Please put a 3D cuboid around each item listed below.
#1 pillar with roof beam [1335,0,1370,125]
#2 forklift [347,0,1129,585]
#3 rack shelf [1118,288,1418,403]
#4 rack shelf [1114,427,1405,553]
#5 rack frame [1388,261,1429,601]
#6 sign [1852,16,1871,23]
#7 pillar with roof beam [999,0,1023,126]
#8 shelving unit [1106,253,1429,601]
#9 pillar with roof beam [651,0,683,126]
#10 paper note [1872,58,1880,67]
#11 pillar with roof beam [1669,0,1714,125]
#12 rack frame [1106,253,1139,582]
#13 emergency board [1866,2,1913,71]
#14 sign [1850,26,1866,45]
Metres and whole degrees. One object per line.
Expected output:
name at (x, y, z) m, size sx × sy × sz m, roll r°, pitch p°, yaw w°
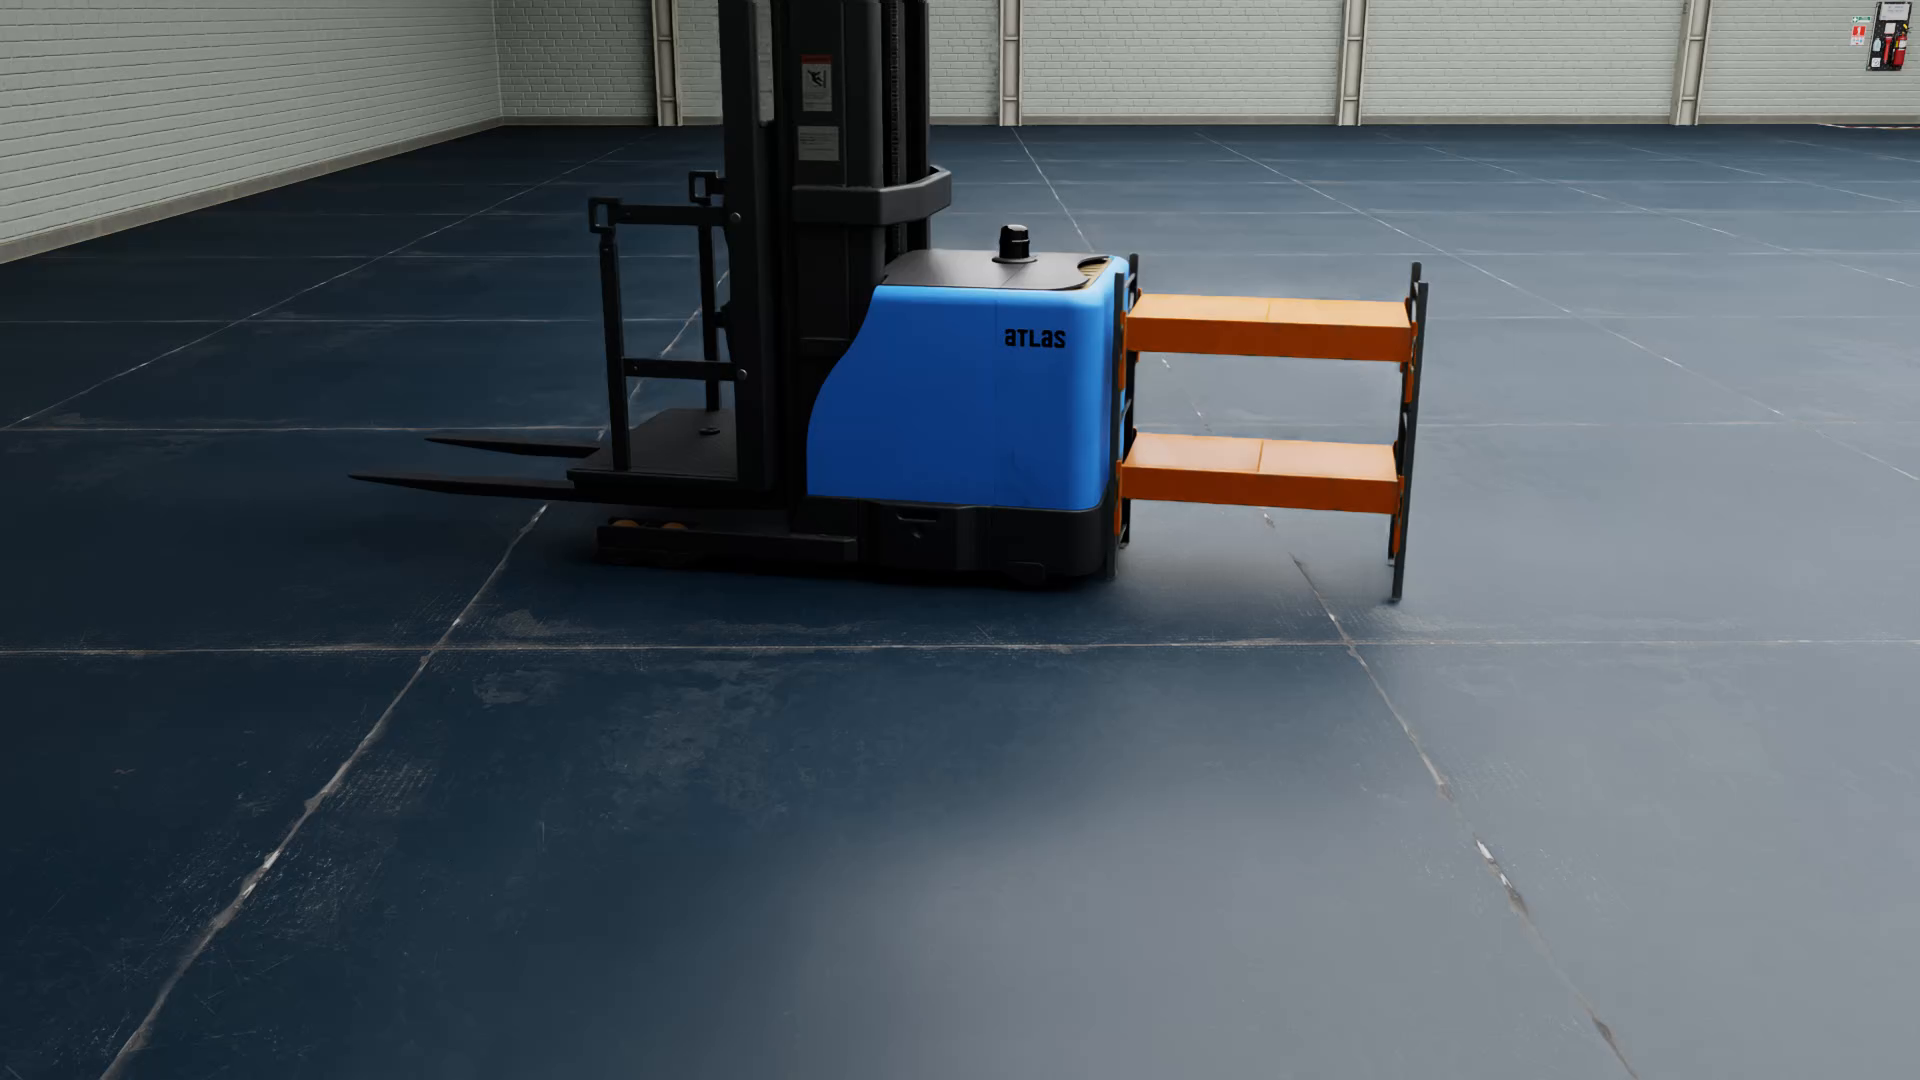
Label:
pillar with roof beam at (6.955, -10.349, 24.077) m, size 0.400 × 9.000 × 9.100 m, roll 0°, pitch 18°, yaw -1°
forklift at (-0.892, -1.444, 6.251) m, size 3.031 × 2.935 × 1.130 m, roll 4°, pitch 18°, yaw 11°
rack shelf at (1.098, -0.705, 5.947) m, size 1.000 × 0.278 × 0.538 m, roll 4°, pitch 18°, yaw 11°
rack shelf at (1.098, -0.194, 6.111) m, size 1.000 × 0.278 × 0.538 m, roll 4°, pitch 18°, yaw 11°
rack frame at (1.595, -0.394, 5.936) m, size 0.032 × 1.125 × 0.500 m, roll 4°, pitch 18°, yaw 11°
sign at (15.864, -9.160, 29.266) m, size 0.331 × 0.109 × 0.001 m, roll 0°, pitch 18°, yaw -1°
pillar with roof beam at (0.956, -10.320, 23.987) m, size 0.400 × 9.000 × 9.100 m, roll 0°, pitch 18°, yaw -1°
shelving unit at (1.098, -0.427, 6.036) m, size 1.048 × 1.125 × 0.538 m, roll 4°, pitch 18°, yaw 11°
pillar with roof beam at (-5.044, -10.291, 23.896) m, size 0.400 × 9.000 × 9.100 m, roll 0°, pitch 18°, yaw -1°
paper note at (16.236, -8.466, 29.469) m, size 0.142 × 0.148 × 0.016 m, roll 0°, pitch 18°, yaw -1°
pillar with roof beam at (12.954, -10.378, 24.167) m, size 0.400 × 9.000 × 9.100 m, roll 0°, pitch 18°, yaw -1°
rack frame at (0.601, -0.459, 6.136) m, size 0.032 × 1.125 × 0.500 m, roll 4°, pitch 18°, yaw 11°
emergency board at (16.414, -8.865, 29.271) m, size 0.643 × 1.169 × 0.194 m, roll 0°, pitch 18°, yaw -1°
sign at (15.860, -8.911, 29.356) m, size 0.234 × 0.329 × 0.001 m, roll 0°, pitch 18°, yaw -1°
